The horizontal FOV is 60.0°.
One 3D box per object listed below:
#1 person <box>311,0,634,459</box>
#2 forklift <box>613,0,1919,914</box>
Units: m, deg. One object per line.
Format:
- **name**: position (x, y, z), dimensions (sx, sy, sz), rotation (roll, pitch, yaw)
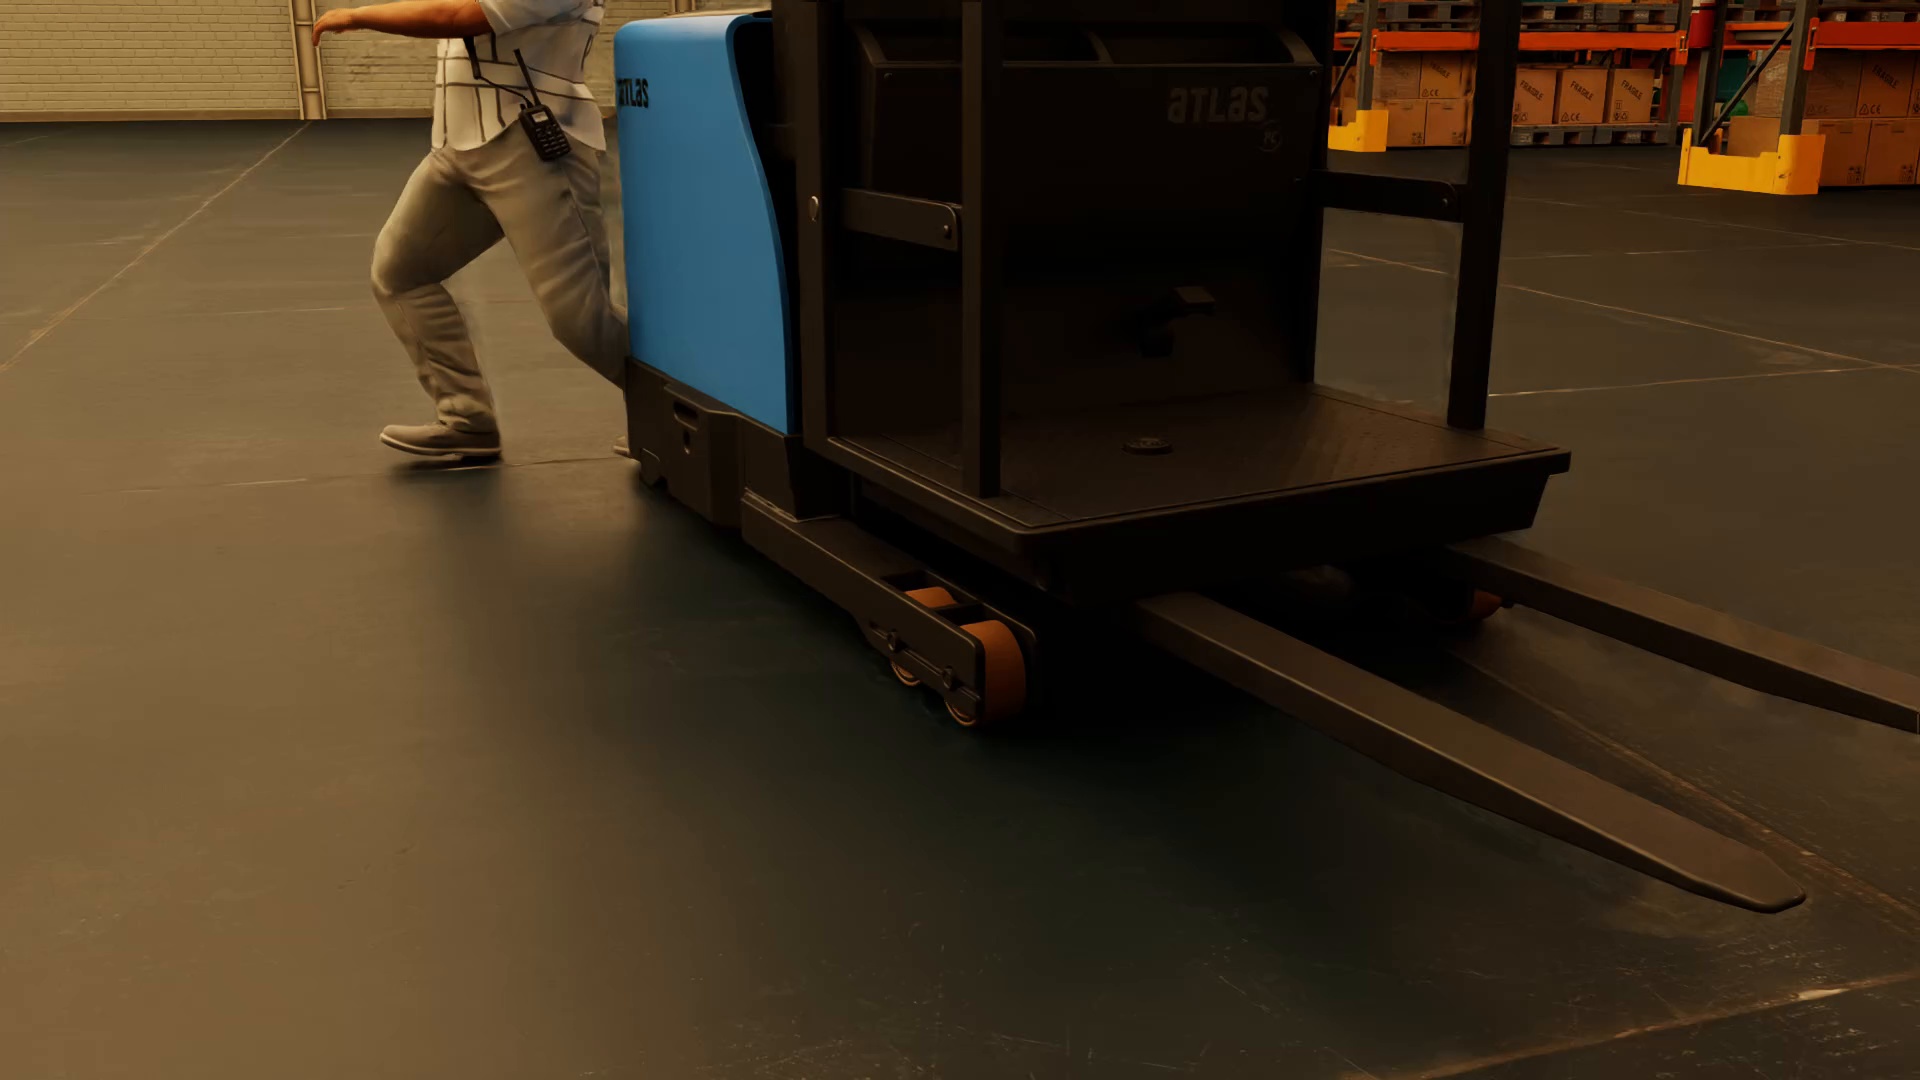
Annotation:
- **person**: position (-1.100, -0.929, 4.014), dimensions (0.804, 1.519, 0.748), rotation (-13, 21, -38)
- **forklift**: position (0.340, -1.261, 2.655), dimensions (1.130, 2.935, 3.031), rotation (-9, 18, -27)
